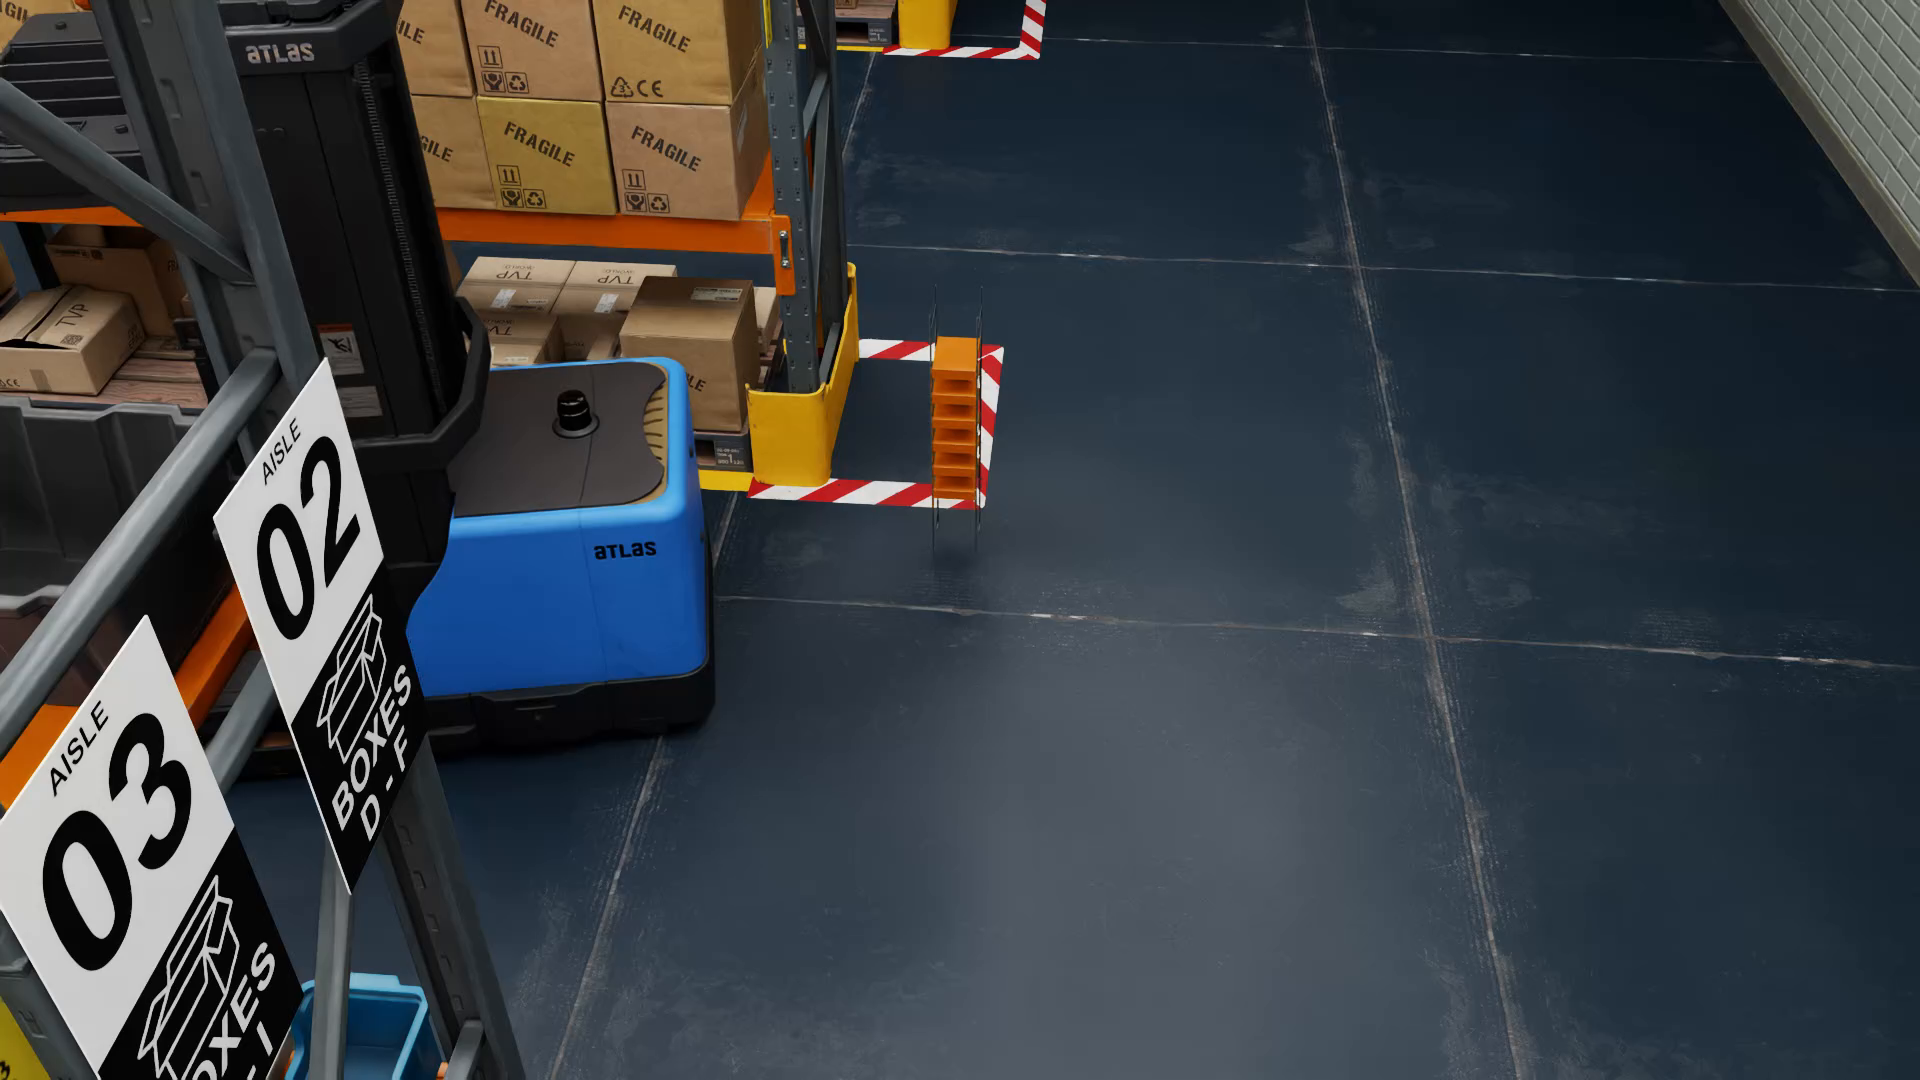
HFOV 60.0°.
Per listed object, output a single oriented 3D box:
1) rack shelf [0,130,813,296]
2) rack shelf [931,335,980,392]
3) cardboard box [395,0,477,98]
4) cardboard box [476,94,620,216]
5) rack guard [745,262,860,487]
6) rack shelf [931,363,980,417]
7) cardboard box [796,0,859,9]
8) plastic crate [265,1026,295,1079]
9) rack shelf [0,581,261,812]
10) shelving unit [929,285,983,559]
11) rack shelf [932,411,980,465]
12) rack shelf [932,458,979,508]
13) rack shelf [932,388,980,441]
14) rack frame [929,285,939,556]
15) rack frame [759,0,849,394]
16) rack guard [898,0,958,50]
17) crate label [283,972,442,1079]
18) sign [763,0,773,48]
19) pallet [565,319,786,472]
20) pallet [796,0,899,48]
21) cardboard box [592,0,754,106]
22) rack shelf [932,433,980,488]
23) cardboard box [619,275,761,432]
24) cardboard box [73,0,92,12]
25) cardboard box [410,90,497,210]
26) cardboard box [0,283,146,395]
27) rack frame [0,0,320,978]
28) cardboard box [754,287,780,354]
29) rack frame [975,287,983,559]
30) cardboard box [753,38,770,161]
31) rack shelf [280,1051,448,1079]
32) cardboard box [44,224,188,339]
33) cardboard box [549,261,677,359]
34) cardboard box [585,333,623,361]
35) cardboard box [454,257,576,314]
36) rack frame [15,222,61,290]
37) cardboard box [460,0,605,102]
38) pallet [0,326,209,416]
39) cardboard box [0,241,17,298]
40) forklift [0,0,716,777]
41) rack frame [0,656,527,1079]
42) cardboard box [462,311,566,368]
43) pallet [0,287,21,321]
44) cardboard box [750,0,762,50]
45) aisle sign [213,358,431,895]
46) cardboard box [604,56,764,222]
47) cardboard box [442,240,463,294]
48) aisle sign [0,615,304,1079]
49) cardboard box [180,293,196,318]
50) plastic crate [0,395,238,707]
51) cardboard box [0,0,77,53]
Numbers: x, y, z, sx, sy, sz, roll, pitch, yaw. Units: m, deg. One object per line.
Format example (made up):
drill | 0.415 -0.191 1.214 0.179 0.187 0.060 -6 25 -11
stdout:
rack shelf | -2.641 -1.602 7.412 4.000 0.370 1.077 3 39 4
rack shelf | -0.014 -0.711 6.673 0.180 0.103 0.258 3 39 4
cardboard box | -2.136 -2.102 6.585 0.500 0.500 0.500 4 39 5
cardboard box | -1.635 -1.690 6.871 0.500 0.500 0.500 3 39 4
rack guard | -0.724 -0.807 7.845 0.348 0.500 1.175 3 39 4
rack shelf | -0.014 -0.618 6.749 0.180 0.103 0.258 3 39 4
cardboard box | -0.931 -4.057 11.505 0.500 0.500 0.700 3 39 4
plastic crate | -1.609 1.132 3.645 0.298 0.136 0.250 3 39 4
rack shelf | -3.072 0.350 2.638 4.000 0.370 1.077 3 39 4
shelving unit | -0.014 -0.466 6.872 0.189 1.200 0.258 3 39 4
rack shelf | -0.014 -0.432 6.900 0.180 0.103 0.258 3 39 4
rack shelf | -0.014 -0.246 7.052 0.180 0.103 0.258 3 39 4
rack shelf | -0.014 -0.525 6.824 0.180 0.103 0.258 3 39 4
rack frame | -0.106 -0.471 6.878 0.006 1.200 0.240 3 39 4
rack frame | -0.648 -1.772 7.051 0.127 3.000 1.000 3 39 4
rack guard | -0.201 -3.917 11.666 0.348 0.500 1.175 3 39 4
crate label | -1.297 1.164 3.529 0.303 0.233 0.416 3 39 4
sign | -0.716 -1.996 6.158 0.005 0.325 0.100 3 39 4
pallet | -1.518 -0.738 7.989 1.213 0.211 1.003 3 39 4
pallet | -1.028 -3.801 11.752 1.213 0.211 1.003 3 39 4
cardboard box | -1.116 -2.050 6.521 0.500 0.500 0.500 3 39 3
rack shelf | -0.014 -0.339 6.976 0.180 0.103 0.258 3 39 4
cardboard box | -1.211 -0.848 7.547 0.500 0.500 0.500 3 39 4
cardboard box | -3.162 -2.158 6.654 0.500 0.500 0.500 2 39 3
cardboard box | -2.132 -1.721 6.909 0.500 0.500 0.500 3 39 4
cardboard box | -4.234 -0.959 7.833 0.500 0.311 0.500 3 39 4
rack frame | -1.079 -0.984 1.330 0.127 3.000 1.000 3 39 4
cardboard box | -1.036 -1.076 8.106 0.250 0.149 0.380 3 39 4
rack frame | 0.077 -0.461 6.866 0.006 1.200 0.240 3 39 4
cardboard box | -1.068 -2.001 7.253 0.500 0.500 0.500 4 39 5
rack shelf | -3.072 1.513 3.585 4.000 0.370 1.077 3 39 4
cardboard box | -4.041 -1.339 8.150 0.500 0.500 0.500 3 39 4
cardboard box | -1.664 -1.112 8.069 0.500 0.250 0.500 3 39 4
cardboard box | -1.607 -0.797 7.749 0.250 0.166 0.380 3 39 4
cardboard box | -2.162 -1.139 8.103 0.500 0.250 0.500 3 39 4
rack frame | -4.633 -1.990 7.319 0.127 3.000 1.000 3 39 4
cardboard box | -1.619 -2.077 6.554 0.500 0.500 0.500 4 39 5
pallet | -3.949 -0.870 8.152 1.213 0.211 1.003 3 39 4
cardboard box | -5.094 -1.371 8.190 0.500 0.500 0.500 1 39 2
forklift | -2.494 -0.605 5.671 3.031 2.935 1.130 -5 39 -6
rack frame | -1.079 1.343 3.224 0.127 3.000 1.000 3 39 4
cardboard box | -2.155 -0.822 7.713 0.500 0.250 0.500 3 39 4
pallet | -5.447 -0.929 8.224 1.213 0.211 1.003 3 39 4
cardboard box | -1.068 -2.389 6.937 0.500 0.500 0.500 4 39 5
aisle sign | -0.982 0.152 2.628 0.004 0.787 0.394 3 39 4
cardboard box | -1.118 -1.664 6.839 0.500 0.500 0.500 4 39 5
cardboard box | -2.761 -1.093 7.846 0.637 0.503 0.797 3 39 4
aisle sign | -1.033 0.523 2.172 0.004 0.787 0.394 3 39 4
cardboard box | -3.663 -1.220 8.282 0.250 0.149 0.380 3 39 4
plastic crate | -1.439 0.034 2.560 0.590 0.269 0.497 3 39 4
cardboard box | -3.674 -2.186 6.688 0.500 0.500 0.500 2 39 2
